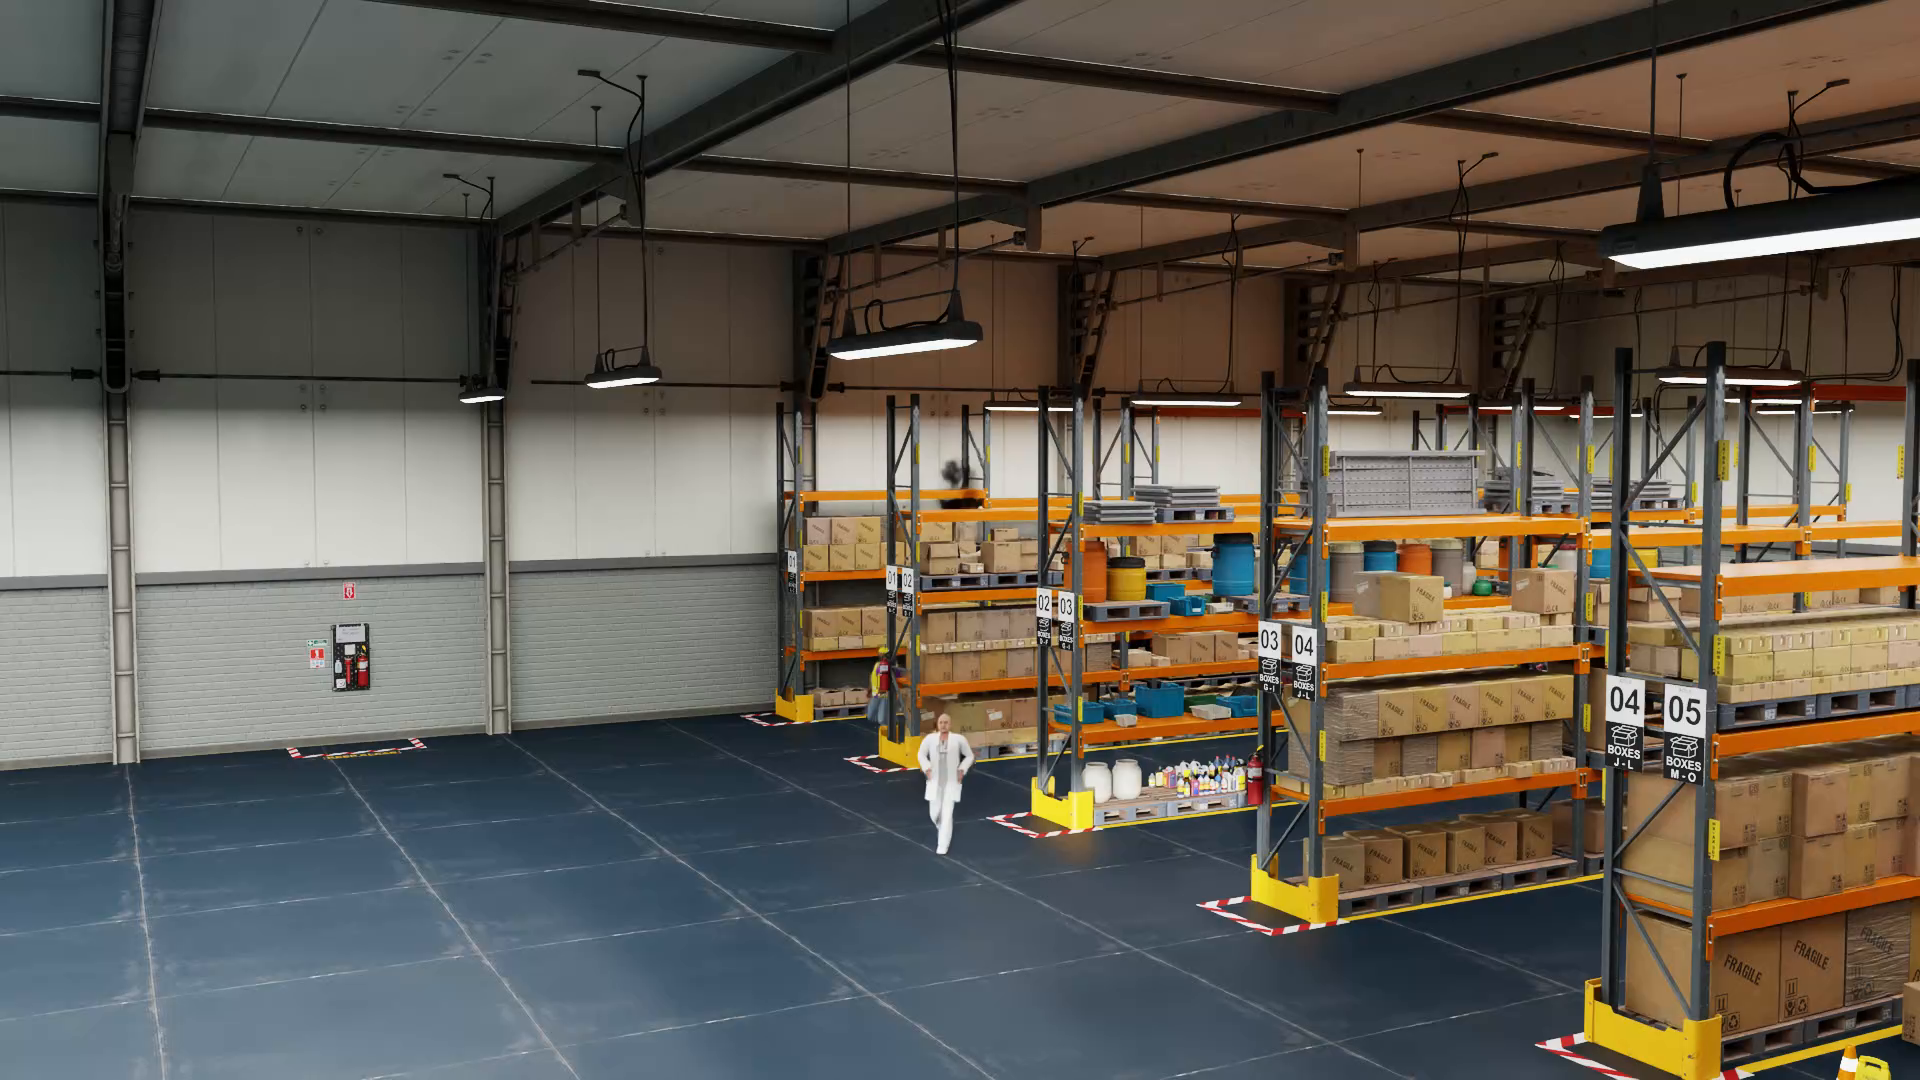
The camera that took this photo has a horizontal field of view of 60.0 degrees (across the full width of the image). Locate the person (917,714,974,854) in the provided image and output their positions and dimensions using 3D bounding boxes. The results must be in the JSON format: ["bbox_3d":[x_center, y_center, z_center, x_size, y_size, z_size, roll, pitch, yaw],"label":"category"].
[{"bbox_3d":[-0.196,3.091,21.237,0.742,1.744,0.722,1,3,9],"label":"person"}]

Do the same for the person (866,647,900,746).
[{"bbox_3d":[-1.340,2.689,28.583,0.702,1.719,0.581,3,4,42],"label":"person"}]
